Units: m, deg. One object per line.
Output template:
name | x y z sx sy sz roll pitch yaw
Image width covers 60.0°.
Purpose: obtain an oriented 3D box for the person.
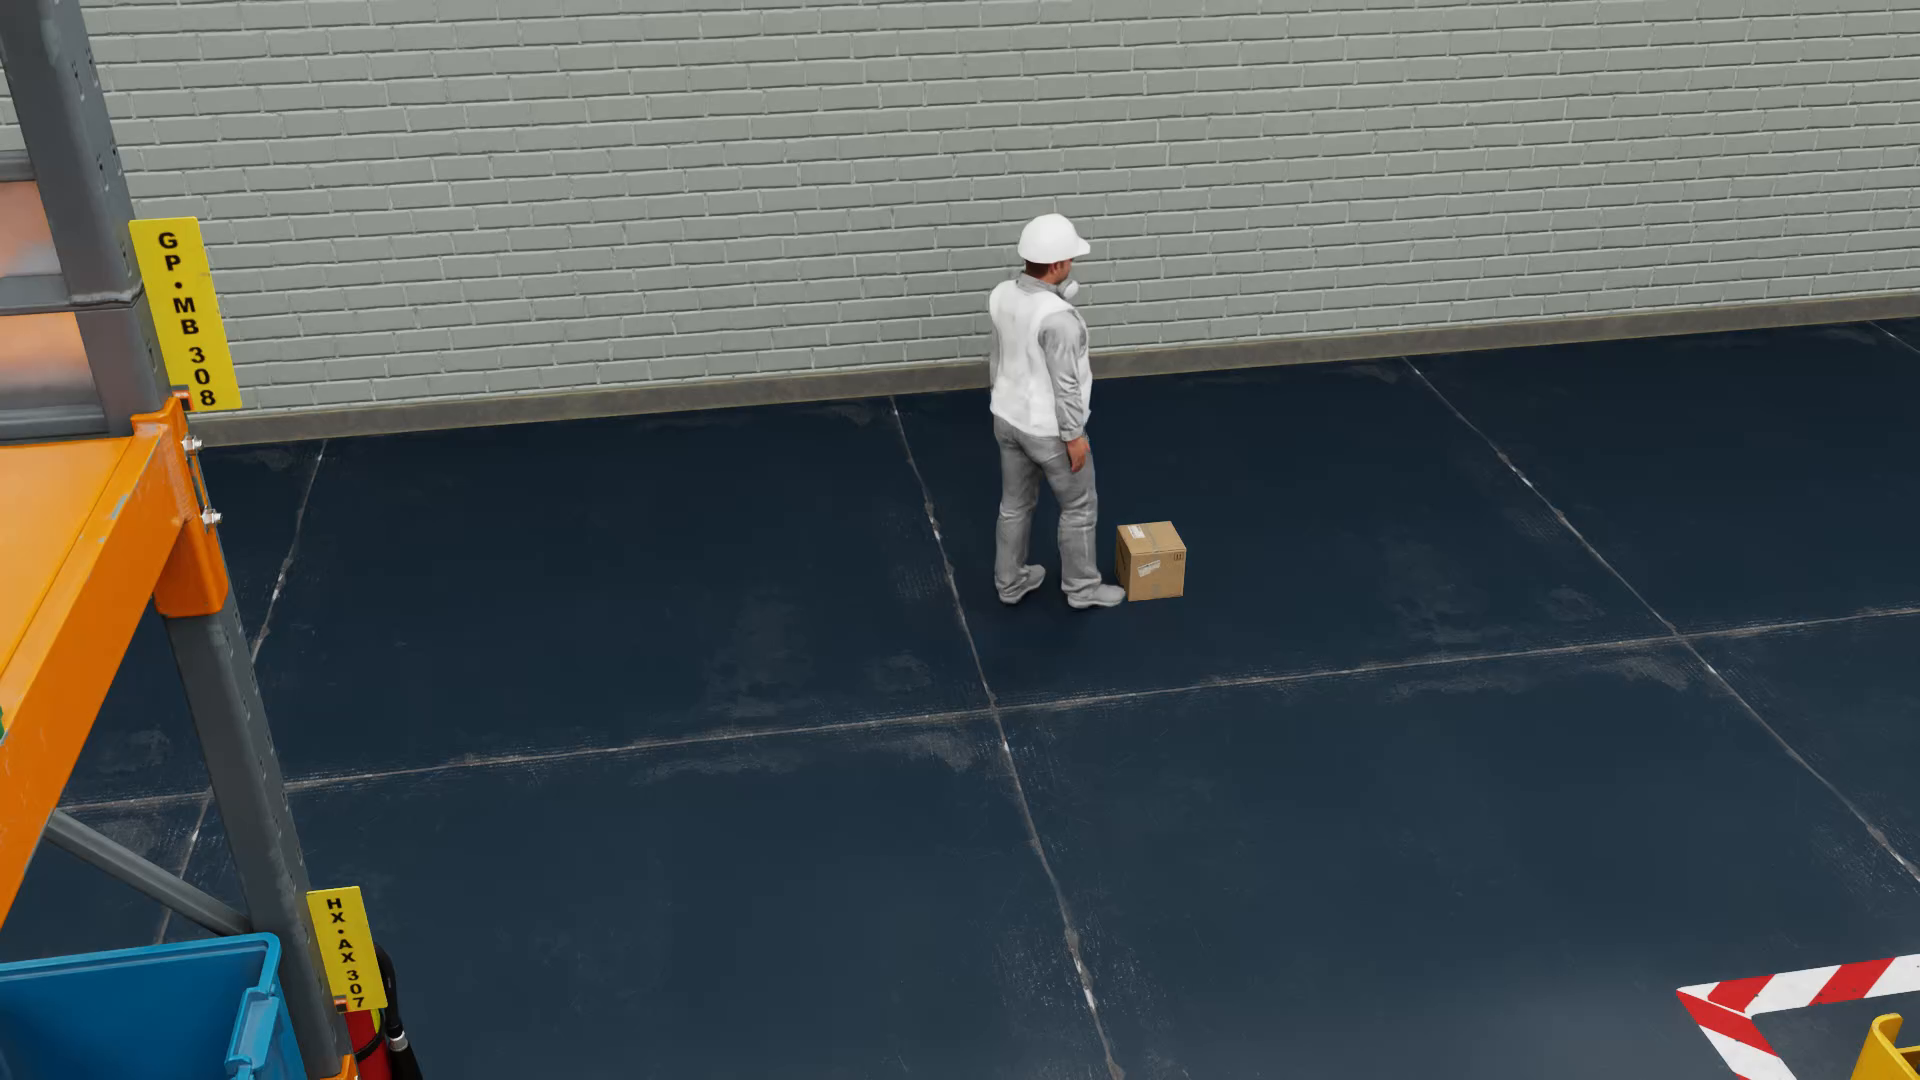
person | 0.402 -0.530 7.008 0.529 1.791 0.571 -21 36 -31
